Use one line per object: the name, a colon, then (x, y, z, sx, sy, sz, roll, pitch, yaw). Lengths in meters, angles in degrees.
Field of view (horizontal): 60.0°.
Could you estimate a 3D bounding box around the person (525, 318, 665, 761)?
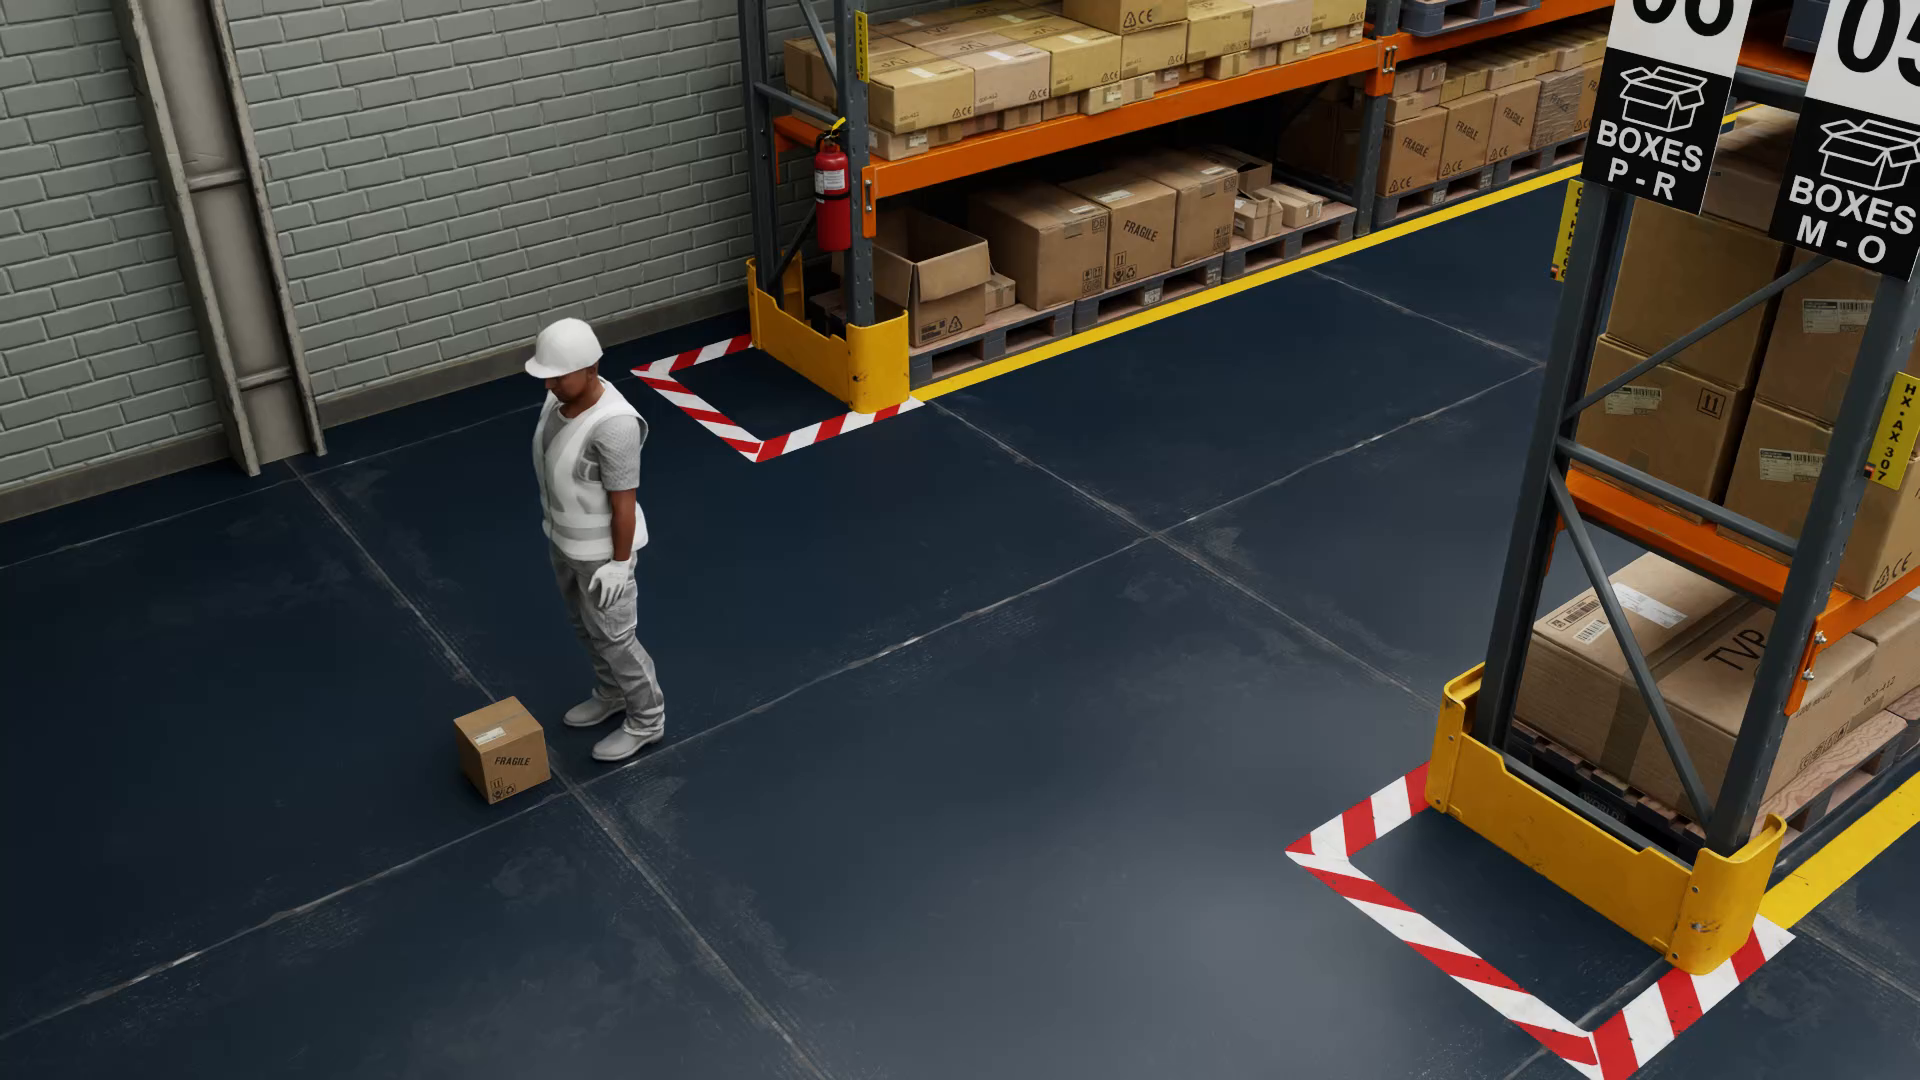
person: (-1.336, 0.004, 6.119, 0.360, 1.779, 0.548, -21, 38, -30)
